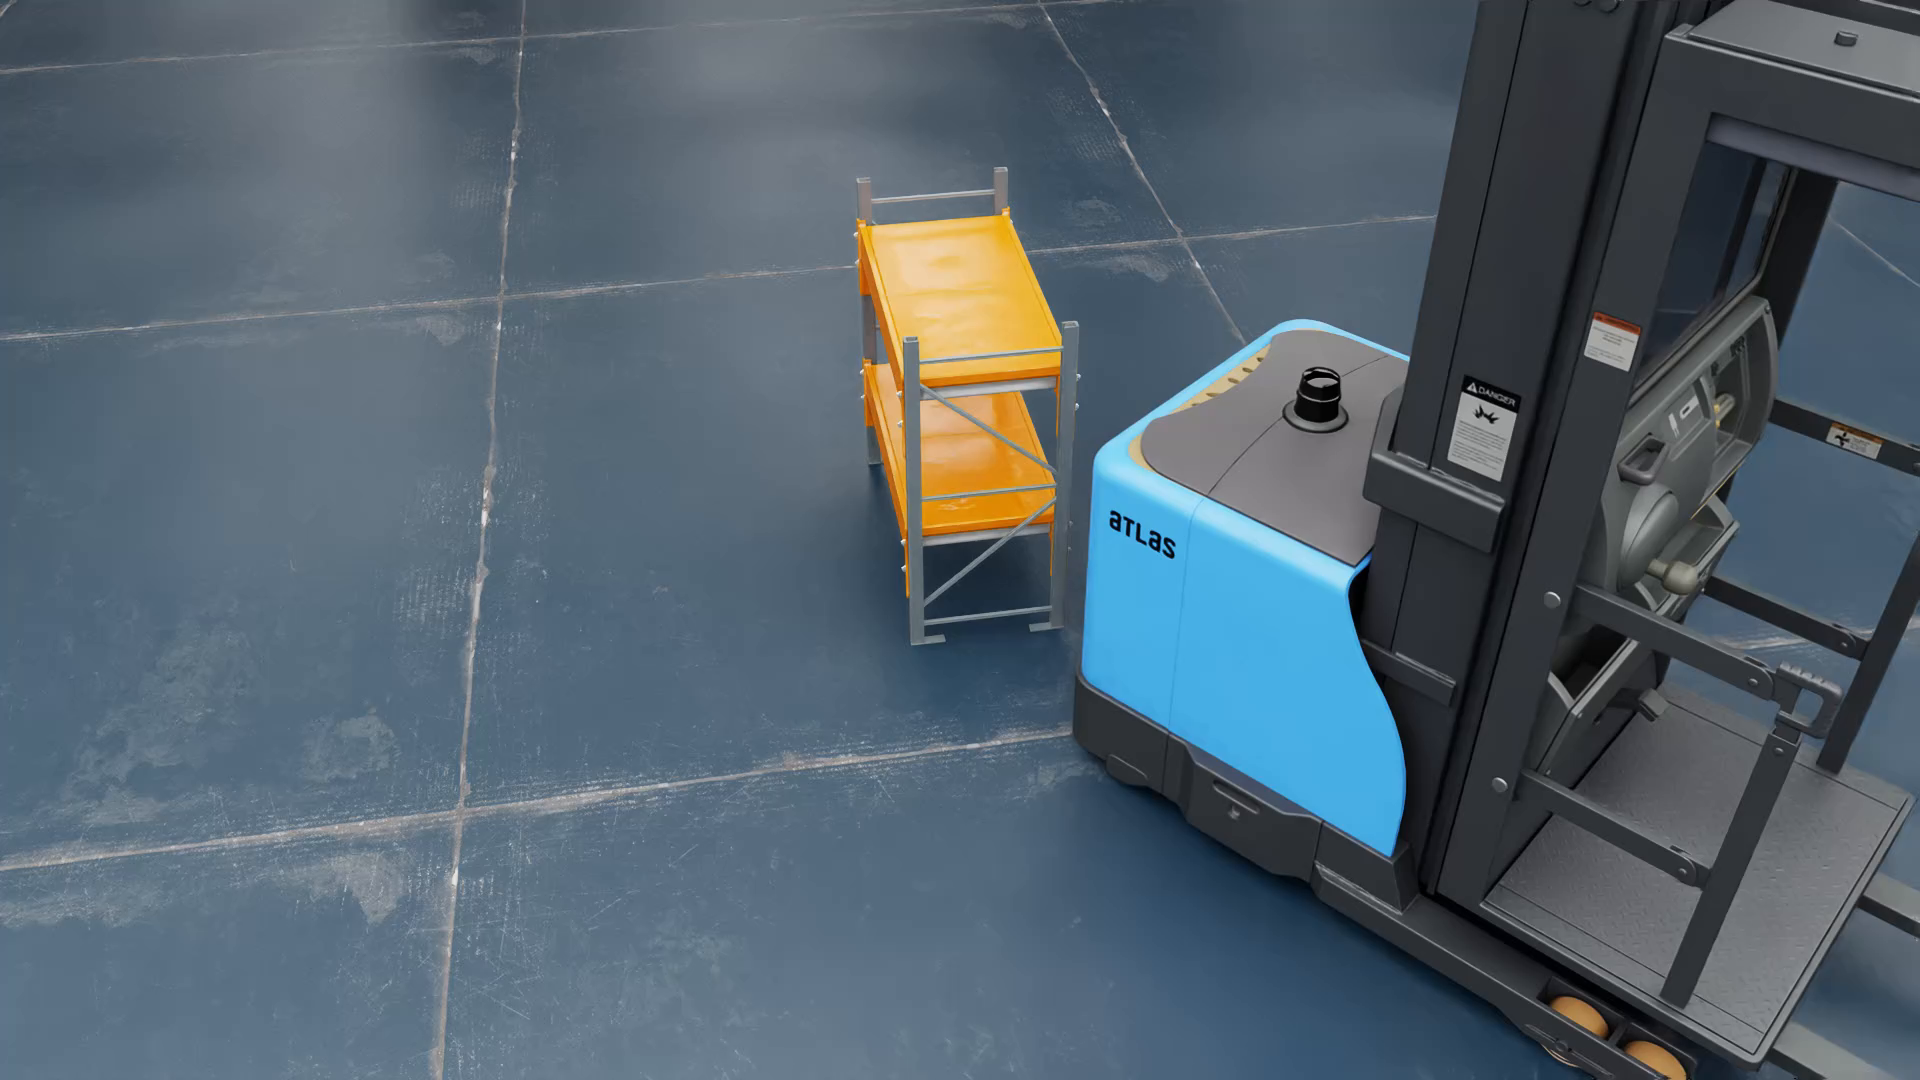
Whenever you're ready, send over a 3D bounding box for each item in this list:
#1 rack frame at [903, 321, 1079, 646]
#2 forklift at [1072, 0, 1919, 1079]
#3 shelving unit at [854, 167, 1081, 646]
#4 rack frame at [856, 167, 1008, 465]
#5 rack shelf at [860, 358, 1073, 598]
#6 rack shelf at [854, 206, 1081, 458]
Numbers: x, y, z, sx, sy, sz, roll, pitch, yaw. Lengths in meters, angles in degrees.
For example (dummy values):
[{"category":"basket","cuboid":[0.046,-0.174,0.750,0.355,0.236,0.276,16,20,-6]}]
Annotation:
[{"category":"rack frame","cuboid":[0.088,-0.141,5.015,0.500,1.125,0.032,-6,38,-8]},{"category":"forklift","cuboid":[1.767,-0.156,3.562,3.031,2.935,1.130,29,46,32]},{"category":"shelving unit","cuboid":[-0.001,-0.448,5.410,0.538,1.125,1.048,-6,38,-8]},{"category":"rack frame","cuboid":[-0.090,-0.755,5.805,0.500,1.125,0.032,-6,38,-8]},{"category":"rack shelf","cuboid":[-0.001,-0.255,5.560,0.538,0.278,1.000,-6,38,-8]},{"category":"rack shelf","cuboid":[-0.001,-0.679,5.231,0.538,0.278,1.000,-6,38,-8]}]
